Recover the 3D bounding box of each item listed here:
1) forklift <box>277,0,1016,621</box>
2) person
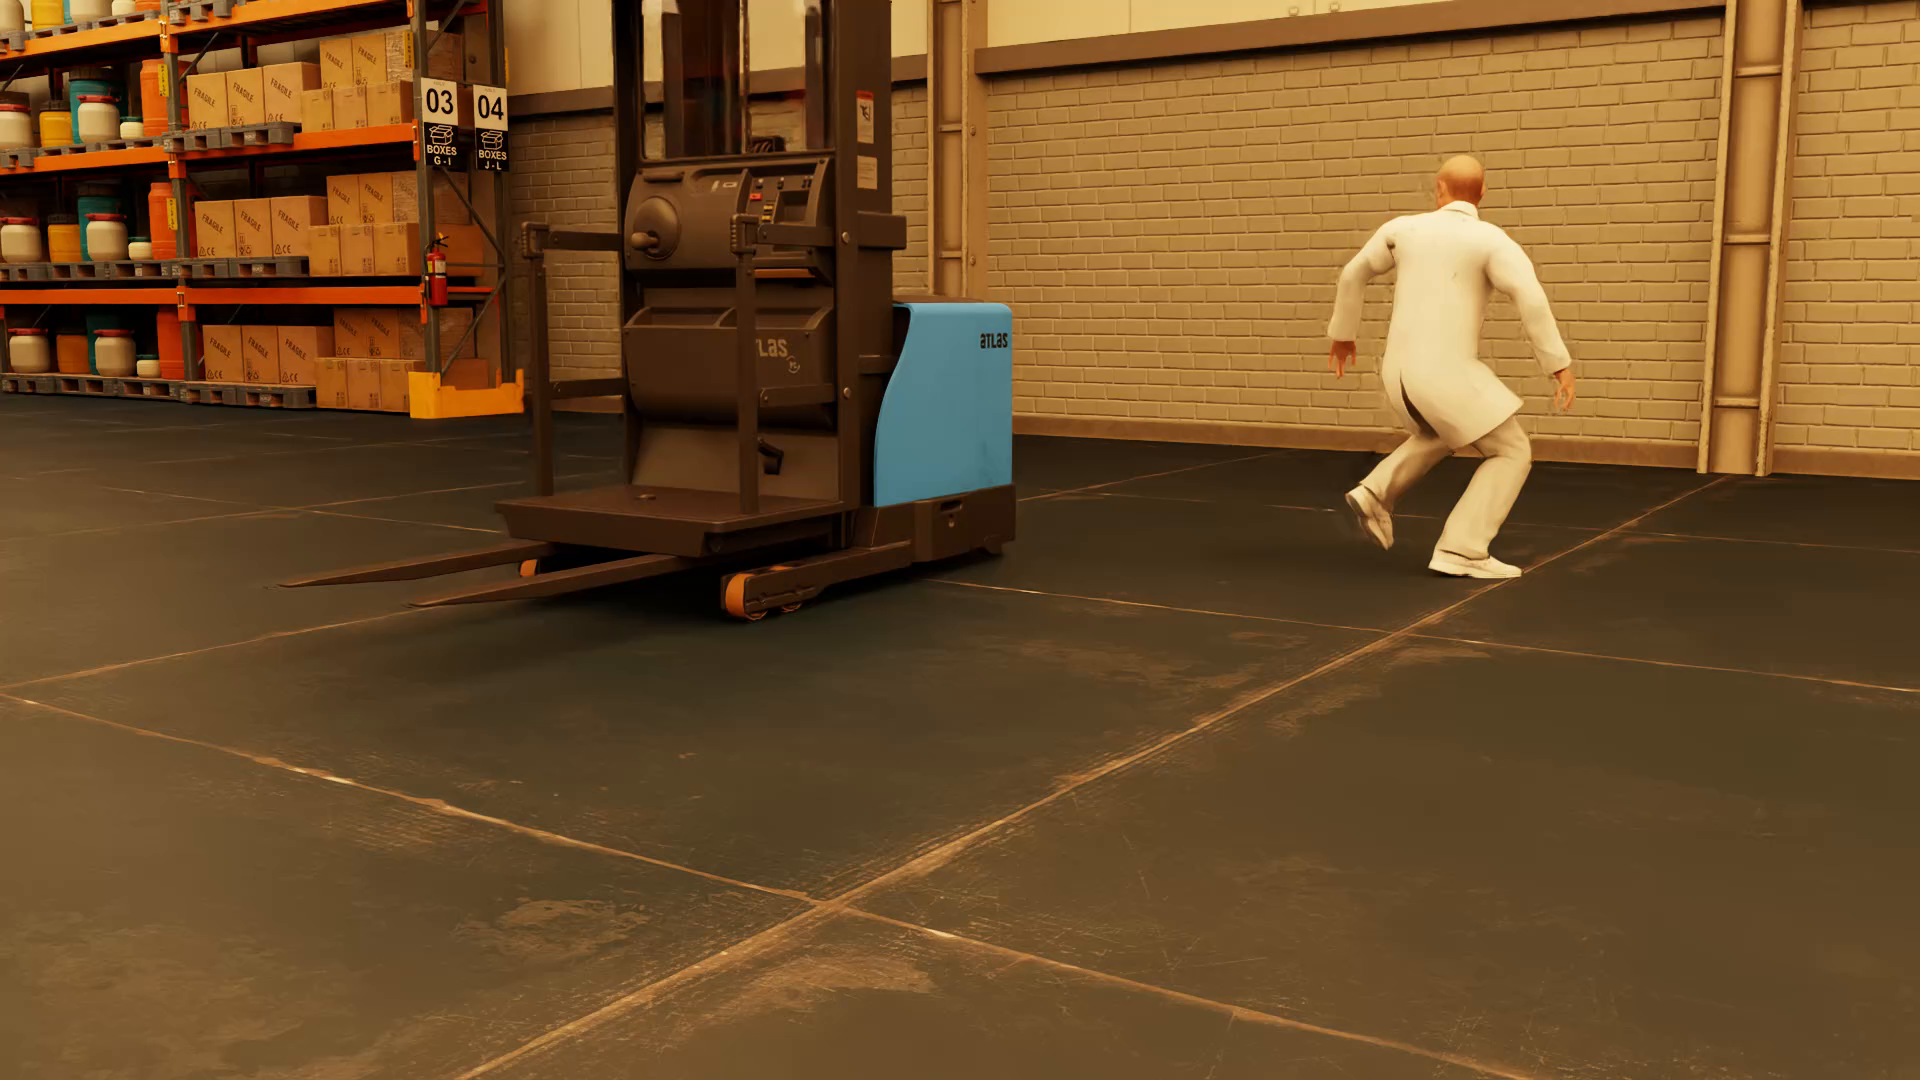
[{"bbox_3d":[-0.987,-1.250,5.985,1.130,2.935,3.031,5,10,33],"label":"forklift"},{"bbox_3d":[1.940,-0.687,6.662,0.593,1.669,0.922,-4,9,-26],"label":"person"}]
